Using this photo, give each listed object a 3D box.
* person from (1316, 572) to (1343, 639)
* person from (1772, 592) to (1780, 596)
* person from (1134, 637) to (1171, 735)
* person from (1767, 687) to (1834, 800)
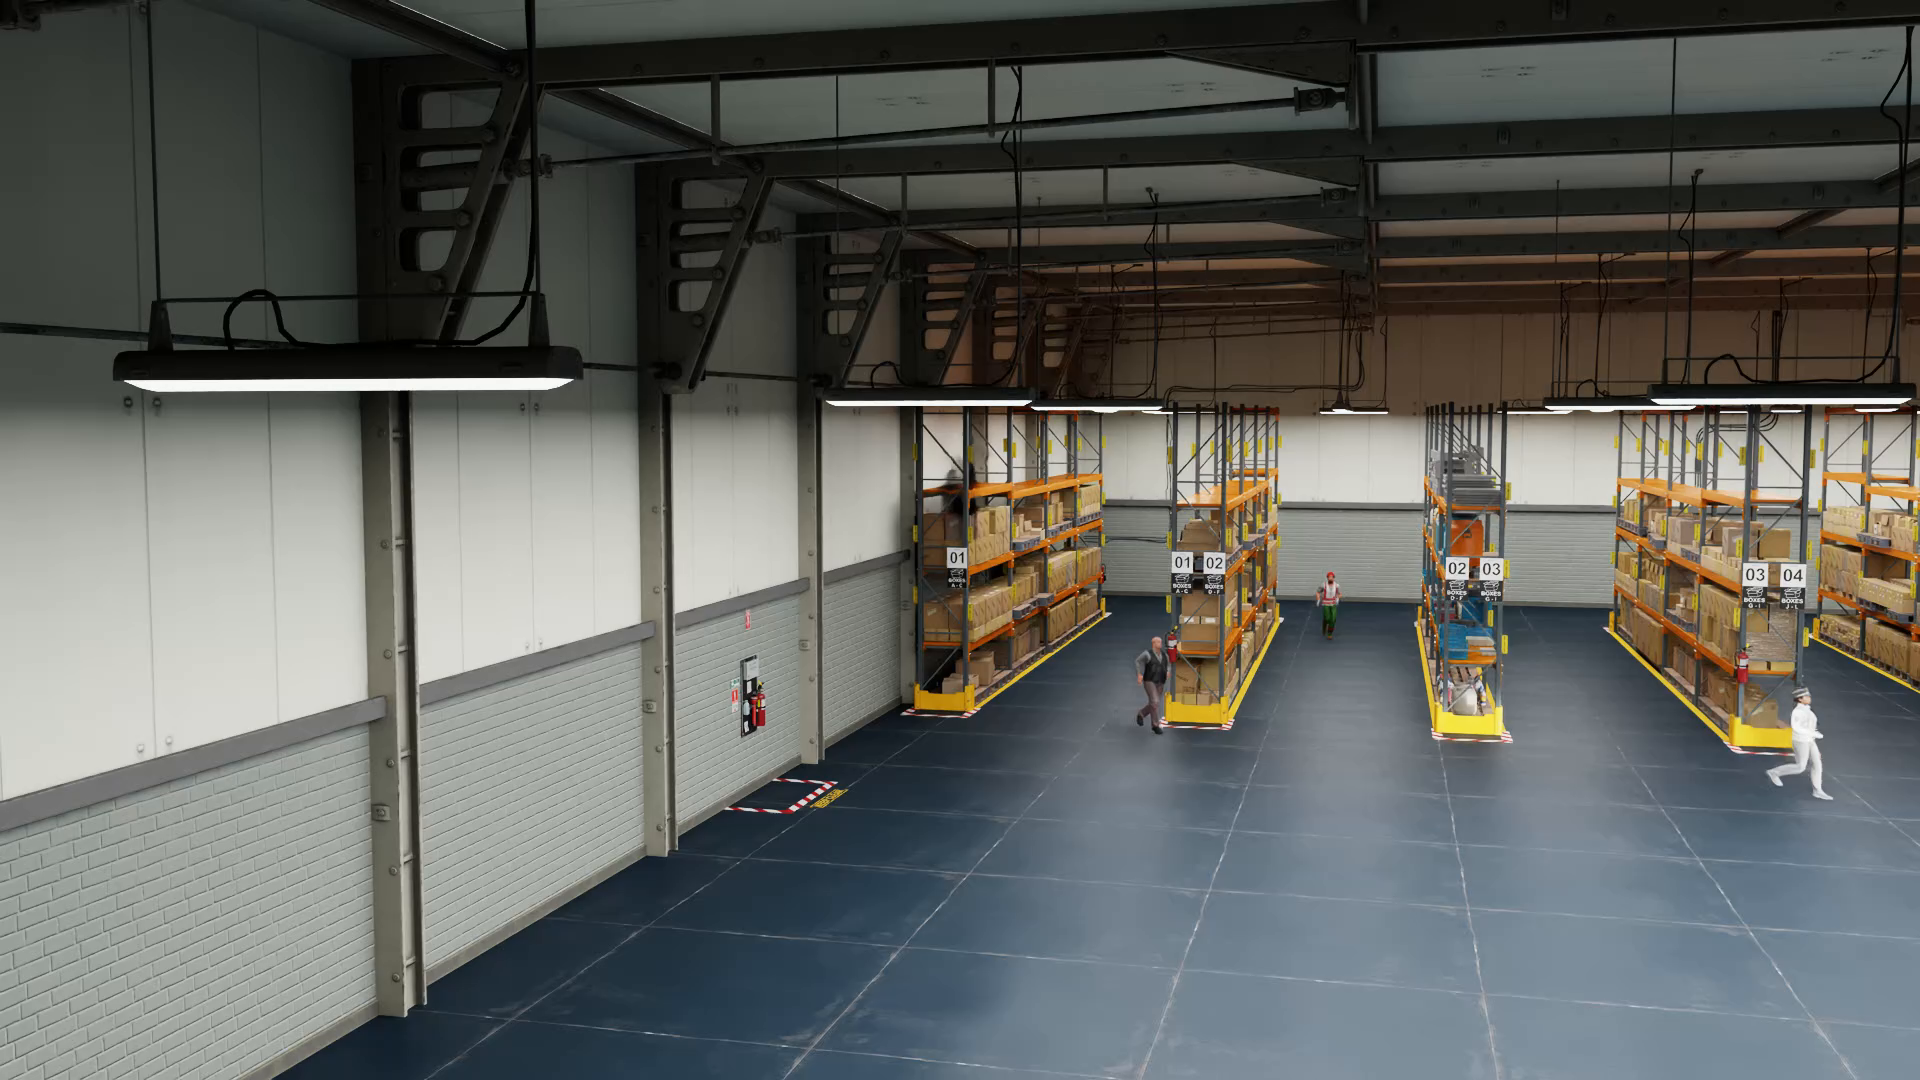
[{"bbox_3d":[9.525,1.693,42.787,0.656,1.739,0.587,0,4,2],"label":"person"},{"bbox_3d":[20.693,1.880,42.155,0.554,1.511,0.850,2,5,25],"label":"person"},{"bbox_3d":[3.579,2.629,30.332,0.682,1.705,0.867,-2,5,-28],"label":"person"},{"bbox_3d":[12.697,3.040,25.058,0.913,1.675,0.630,4,6,43],"label":"person"}]
